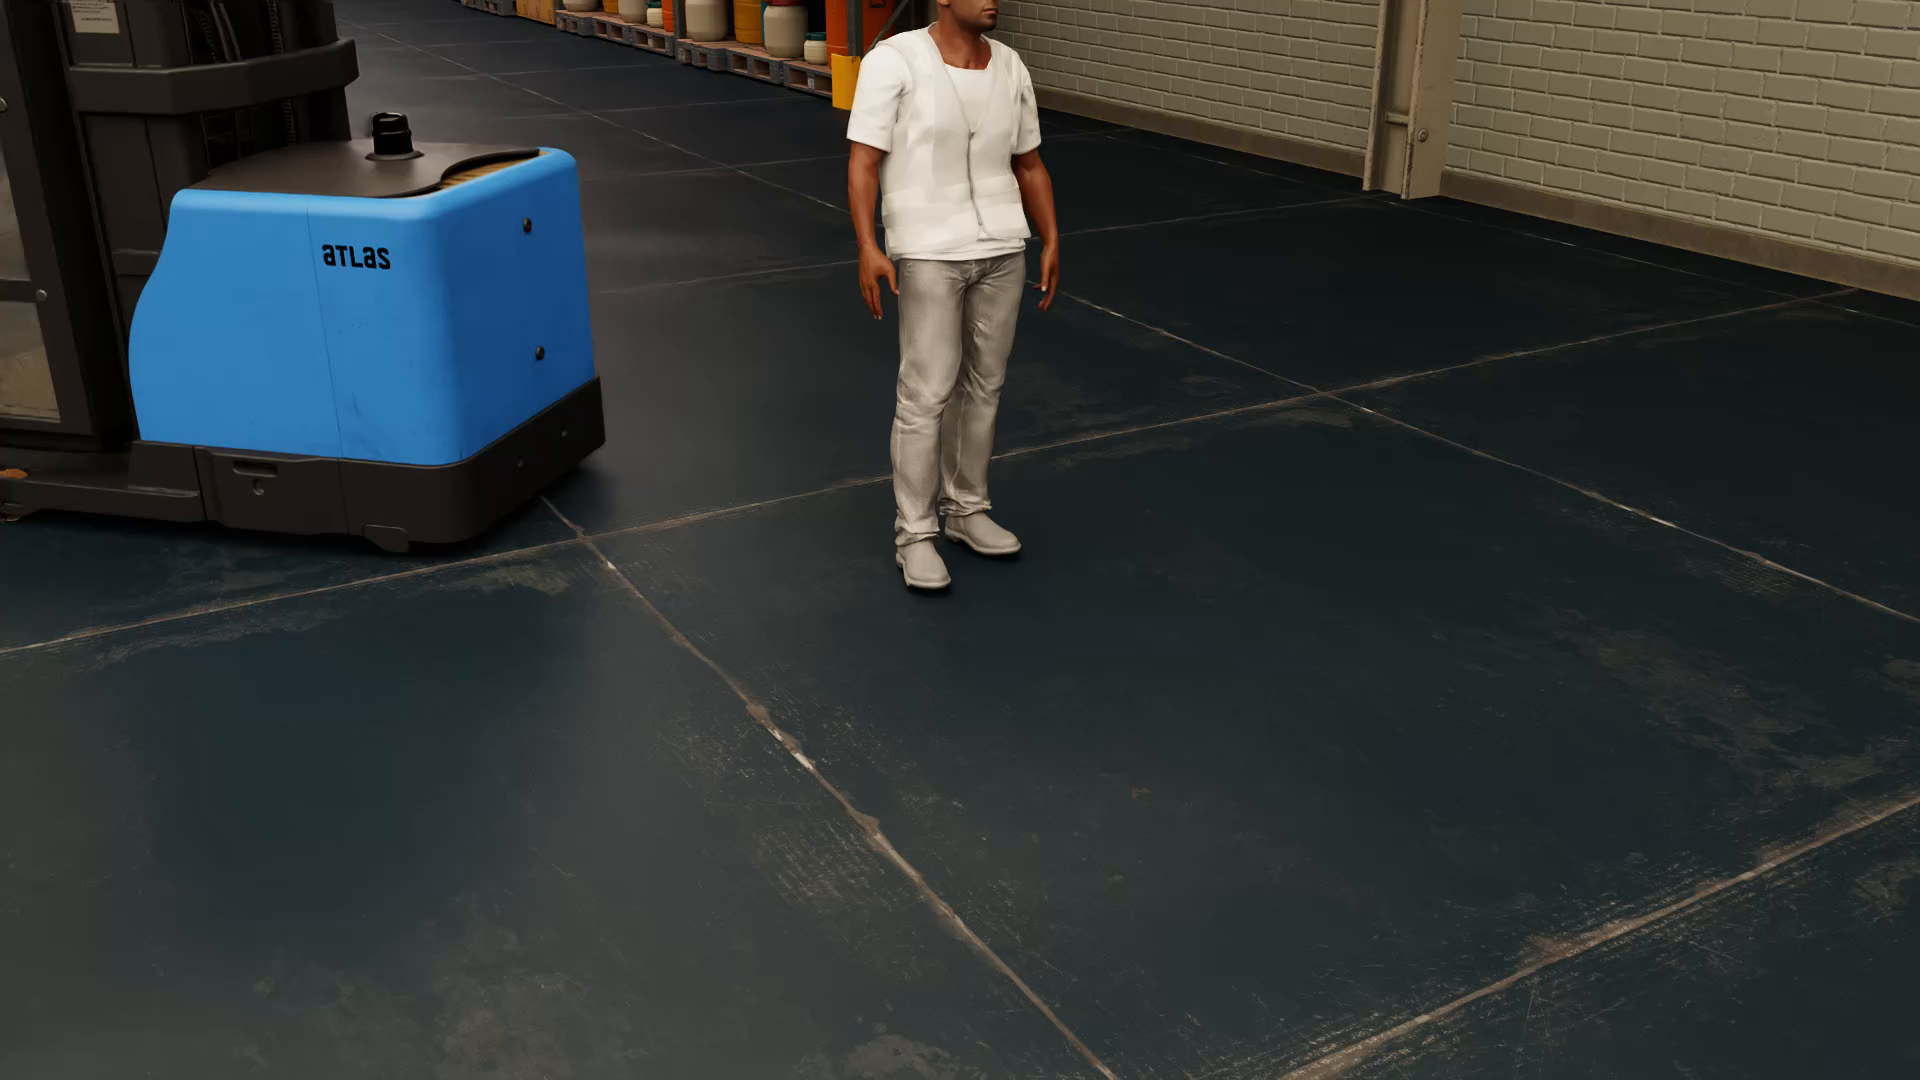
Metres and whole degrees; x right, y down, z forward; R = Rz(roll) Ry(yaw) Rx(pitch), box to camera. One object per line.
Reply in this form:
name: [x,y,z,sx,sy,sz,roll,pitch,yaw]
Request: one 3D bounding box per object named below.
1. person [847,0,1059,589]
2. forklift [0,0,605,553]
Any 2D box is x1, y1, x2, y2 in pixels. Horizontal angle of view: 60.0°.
person: [0.029,-0.800,4.738,0.665,1.766,0.576,-12,25,-28]
forklift: [-2.806,-1.601,5.176,3.031,2.935,1.130,5,23,13]
